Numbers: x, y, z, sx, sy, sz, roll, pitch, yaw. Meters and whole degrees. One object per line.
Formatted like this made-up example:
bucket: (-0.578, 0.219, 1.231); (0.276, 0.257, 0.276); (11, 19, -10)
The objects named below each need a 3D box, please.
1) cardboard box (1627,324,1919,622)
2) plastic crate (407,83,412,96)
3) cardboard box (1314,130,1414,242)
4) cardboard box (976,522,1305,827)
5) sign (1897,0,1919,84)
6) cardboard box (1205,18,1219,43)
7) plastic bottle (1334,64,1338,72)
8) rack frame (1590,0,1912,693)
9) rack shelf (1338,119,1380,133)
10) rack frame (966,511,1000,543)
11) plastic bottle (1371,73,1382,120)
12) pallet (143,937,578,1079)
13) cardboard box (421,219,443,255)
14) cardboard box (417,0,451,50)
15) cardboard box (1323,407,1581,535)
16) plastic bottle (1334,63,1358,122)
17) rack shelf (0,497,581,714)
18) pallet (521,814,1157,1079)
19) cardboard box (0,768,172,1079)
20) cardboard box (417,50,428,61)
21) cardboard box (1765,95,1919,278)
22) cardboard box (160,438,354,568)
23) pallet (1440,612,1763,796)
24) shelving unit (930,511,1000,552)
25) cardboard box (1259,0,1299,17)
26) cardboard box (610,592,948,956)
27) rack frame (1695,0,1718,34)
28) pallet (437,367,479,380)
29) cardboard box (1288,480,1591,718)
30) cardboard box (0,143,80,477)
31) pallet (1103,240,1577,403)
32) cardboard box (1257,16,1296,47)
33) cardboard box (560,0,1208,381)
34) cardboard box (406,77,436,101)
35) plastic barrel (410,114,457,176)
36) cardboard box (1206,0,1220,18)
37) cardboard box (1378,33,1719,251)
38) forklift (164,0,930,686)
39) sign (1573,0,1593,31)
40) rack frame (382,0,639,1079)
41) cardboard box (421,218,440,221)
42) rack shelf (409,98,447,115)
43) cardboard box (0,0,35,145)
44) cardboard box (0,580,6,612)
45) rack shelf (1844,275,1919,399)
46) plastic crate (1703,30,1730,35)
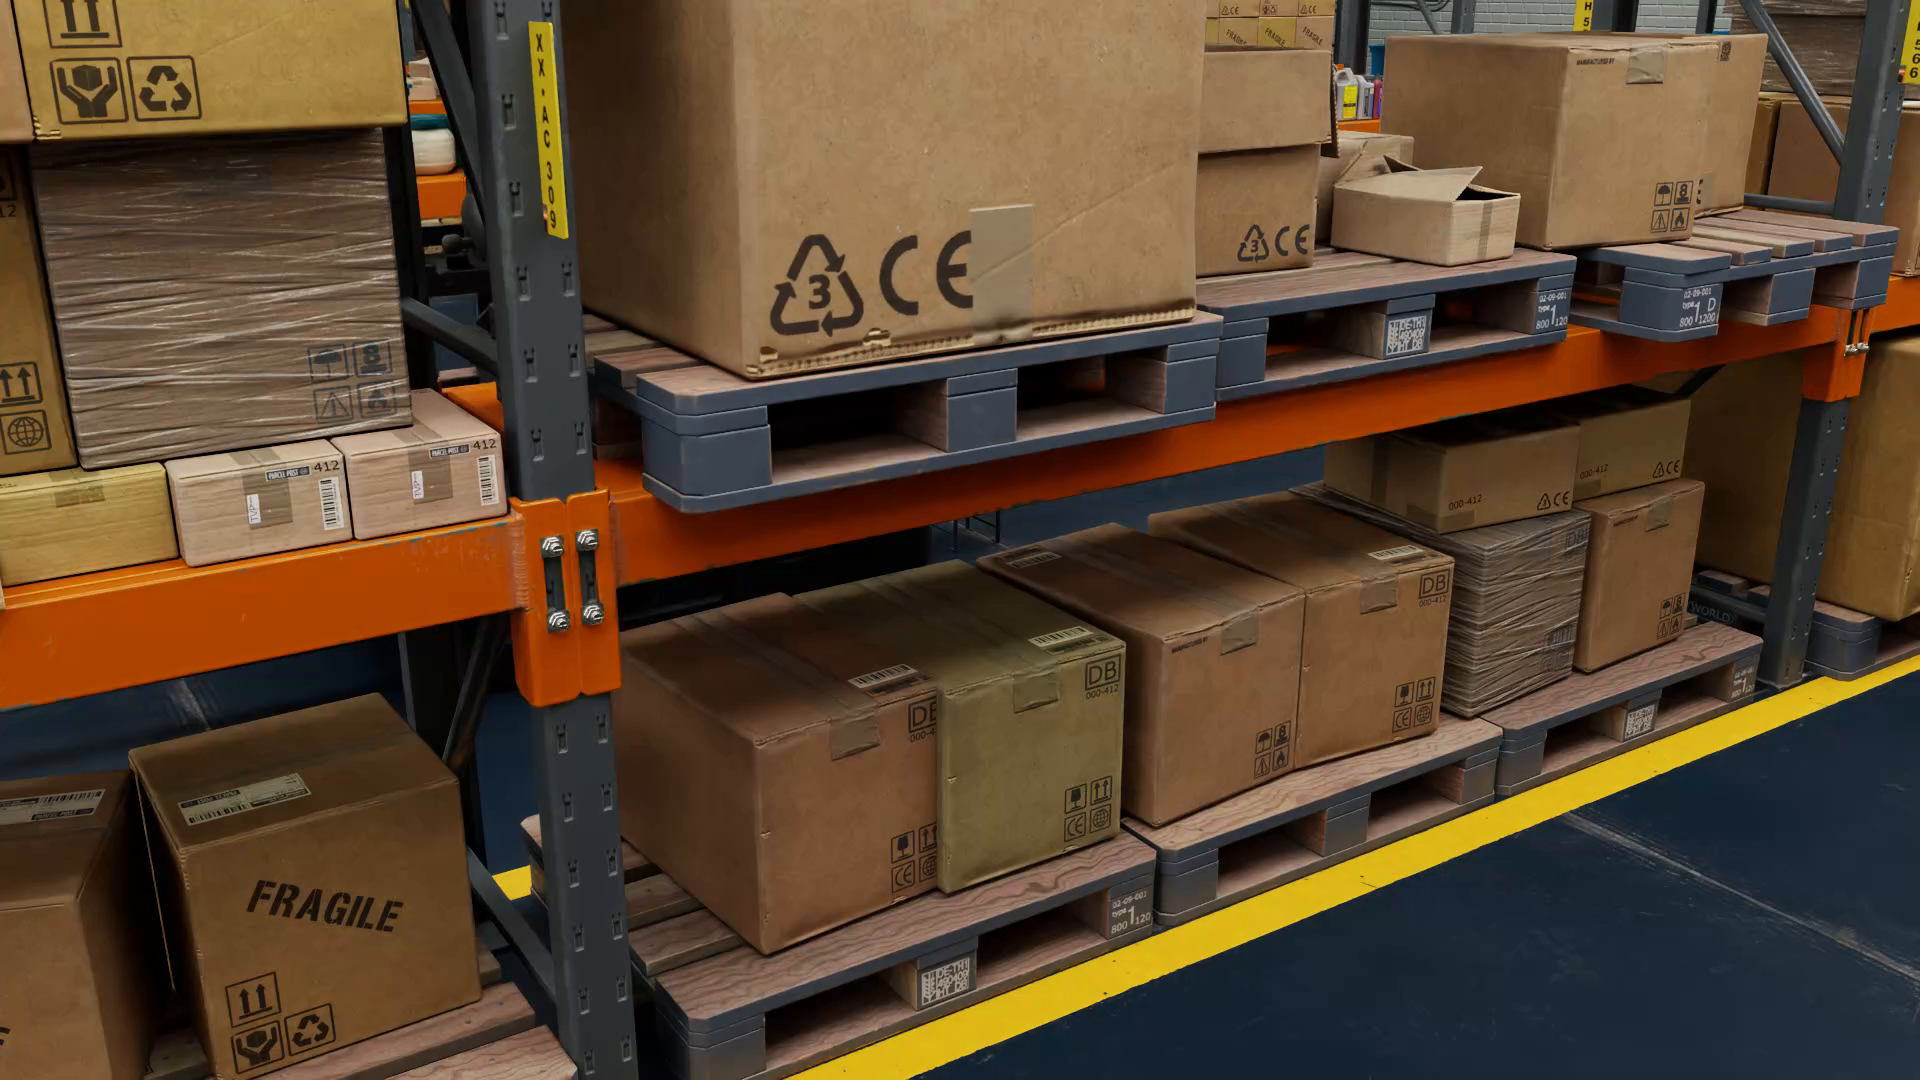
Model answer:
cardboard box: (2.978, -0.387, 5.868); (0.875, 0.875, 1.225); (-13, 23, -34)
plastic crate: (-2.924, -1.969, 7.910); (0.575, 0.384, 0.392); (-12, 22, -31)
cardboard box: (0.864, -0.973, 4.517); (0.500, 0.250, 0.500); (-13, 22, -33)
cardboard box: (0.450, 0.322, 4.326); (0.500, 0.500, 0.700); (-14, 23, -36)
sign: (2.697, -1.446, 4.654); (0.005, 0.325, 0.100); (-12, 22, -31)
cardboard box: (2.130, -4.766, 16.004); (0.500, 0.500, 0.500); (-12, 22, -32)
plastic bottle: (2.501, -3.102, 11.314); (0.185, 0.351, 0.144); (-12, 22, -31)
rack frame: (2.390, -1.079, 5.252); (0.127, 3.000, 1.000); (-12, 22, -31)
rack shelf: (1.337, -2.415, 10.328); (4.000, 0.370, 1.077); (-12, 22, -31)
rack frame: (0.092, -0.446, 6.658); (0.006, 0.900, 0.240); (-12, 22, -31)
plastic bottle: (2.688, -2.844, 10.655); (0.133, 0.283, 0.061); (-12, 22, -31)
pallet: (-1.492, 1.075, 3.236); (1.213, 0.211, 1.003); (-12, 22, -31)
cardboard box: (-4.210, -2.288, 12.466); (0.500, 0.250, 0.500); (-11, 22, -30)
cardboard box: (-5.236, -5.268, 16.992); (0.500, 0.500, 0.500); (-11, 22, -30)
cardboard box: (1.410, -0.236, 4.804); (0.500, 0.250, 0.500); (-9, 21, -25)
plastic bottle: (2.419, -2.835, 10.524); (0.185, 0.351, 0.144); (-12, 22, -31)
rack shelf: (-2.621, 0.319, 2.241); (4.000, 0.370, 1.077); (-12, 22, -31)
pallet: (-0.301, 0.809, 4.021); (1.213, 0.211, 1.003); (-12, 22, -31)
cardboard box: (-1.781, 0.774, 3.019); (0.500, 0.500, 0.500); (-5, 19, -14)
cardboard box: (-5.380, -4.940, 17.034); (0.250, 0.149, 0.380); (-12, 22, -32)
cardboard box: (2.946, -1.139, 5.274); (0.500, 0.500, 0.500); (-11, 22, -30)
cardboard box: (-1.182, -0.097, 2.740); (0.250, 0.149, 0.380); (-12, 22, -31)
pallet: (1.737, 0.380, 5.292); (1.213, 0.211, 1.003); (-12, 22, -31)
shelving unit: (0.007, -0.428, 6.605); (0.210, 0.900, 0.258); (-12, 22, -31)
cardboard box: (2.985, -5.418, 16.370); (0.500, 0.500, 0.500); (-11, 22, -30)
cardboard box: (-0.426, 0.499, 3.800); (0.500, 0.500, 0.700); (-14, 23, -36)
rack frame: (6.348, -3.813, 13.338); (0.127, 3.000, 1.000); (-12, 22, -31)
pallet: (-2.020, -0.743, 8.612); (1.213, 0.211, 1.003); (-12, 22, -31)
cardboard box: (1.386, 0.122, 4.917); (0.500, 0.500, 0.700); (-14, 23, -36)
cardboard box: (-1.797, -0.421, 2.686); (0.500, 0.500, 0.875); (-12, 22, -31)
pallet: (0.760, -0.628, 4.219); (1.213, 0.211, 1.003); (-12, 22, -31)
cardboard box: (2.971, -4.941, 16.522); (0.500, 0.500, 0.500); (-12, 22, -31)
cardboard box: (-0.210, -0.960, 3.307); (1.000, 1.000, 1.000); (-12, 22, -31)
cardboard box: (-4.089, -3.370, 12.422); (0.250, 0.149, 0.380); (-10, 21, -27)
plastic barrel: (-2.485, -1.825, 7.677); (0.301, 0.262, 0.301); (0, 19, 0)
cardboard box: (2.125, -5.235, 15.828); (0.500, 0.500, 0.500); (-11, 22, -30)
cardboard box: (1.550, -1.094, 4.485); (0.500, 0.500, 0.700); (-8, 20, -23)
forklift: (-1.633, -1.078, 5.358); (3.031, 2.935, 1.130); (-11, 22, -30)
sign: (2.082, -1.775, 5.504); (0.005, 0.325, 0.100); (-12, 22, -31)
rack frame: (-0.950, -0.374, 3.168); (0.127, 3.000, 1.000); (-12, 22, -31)
cardboard box: (-4.210, -2.551, 12.370); (0.500, 0.311, 0.500); (-12, 22, -32)
rack shelf: (-4.725, -3.036, 12.164); (4.000, 0.370, 1.077); (-12, 22, -31)
cardboard box: (-1.592, -0.795, 2.230); (0.500, 0.500, 0.500); (-12, 22, -31)
cardboard box: (-1.572, 0.005, 2.439); (0.250, 0.149, 0.380); (-12, 22, -31)
rack shelf: (4.061, -1.090, 6.409); (4.000, 0.370, 1.077); (-12, 22, -31)
plastic crate: (6.171, -3.749, 13.001); (0.499, 0.435, 0.616); (-12, 22, -31)
